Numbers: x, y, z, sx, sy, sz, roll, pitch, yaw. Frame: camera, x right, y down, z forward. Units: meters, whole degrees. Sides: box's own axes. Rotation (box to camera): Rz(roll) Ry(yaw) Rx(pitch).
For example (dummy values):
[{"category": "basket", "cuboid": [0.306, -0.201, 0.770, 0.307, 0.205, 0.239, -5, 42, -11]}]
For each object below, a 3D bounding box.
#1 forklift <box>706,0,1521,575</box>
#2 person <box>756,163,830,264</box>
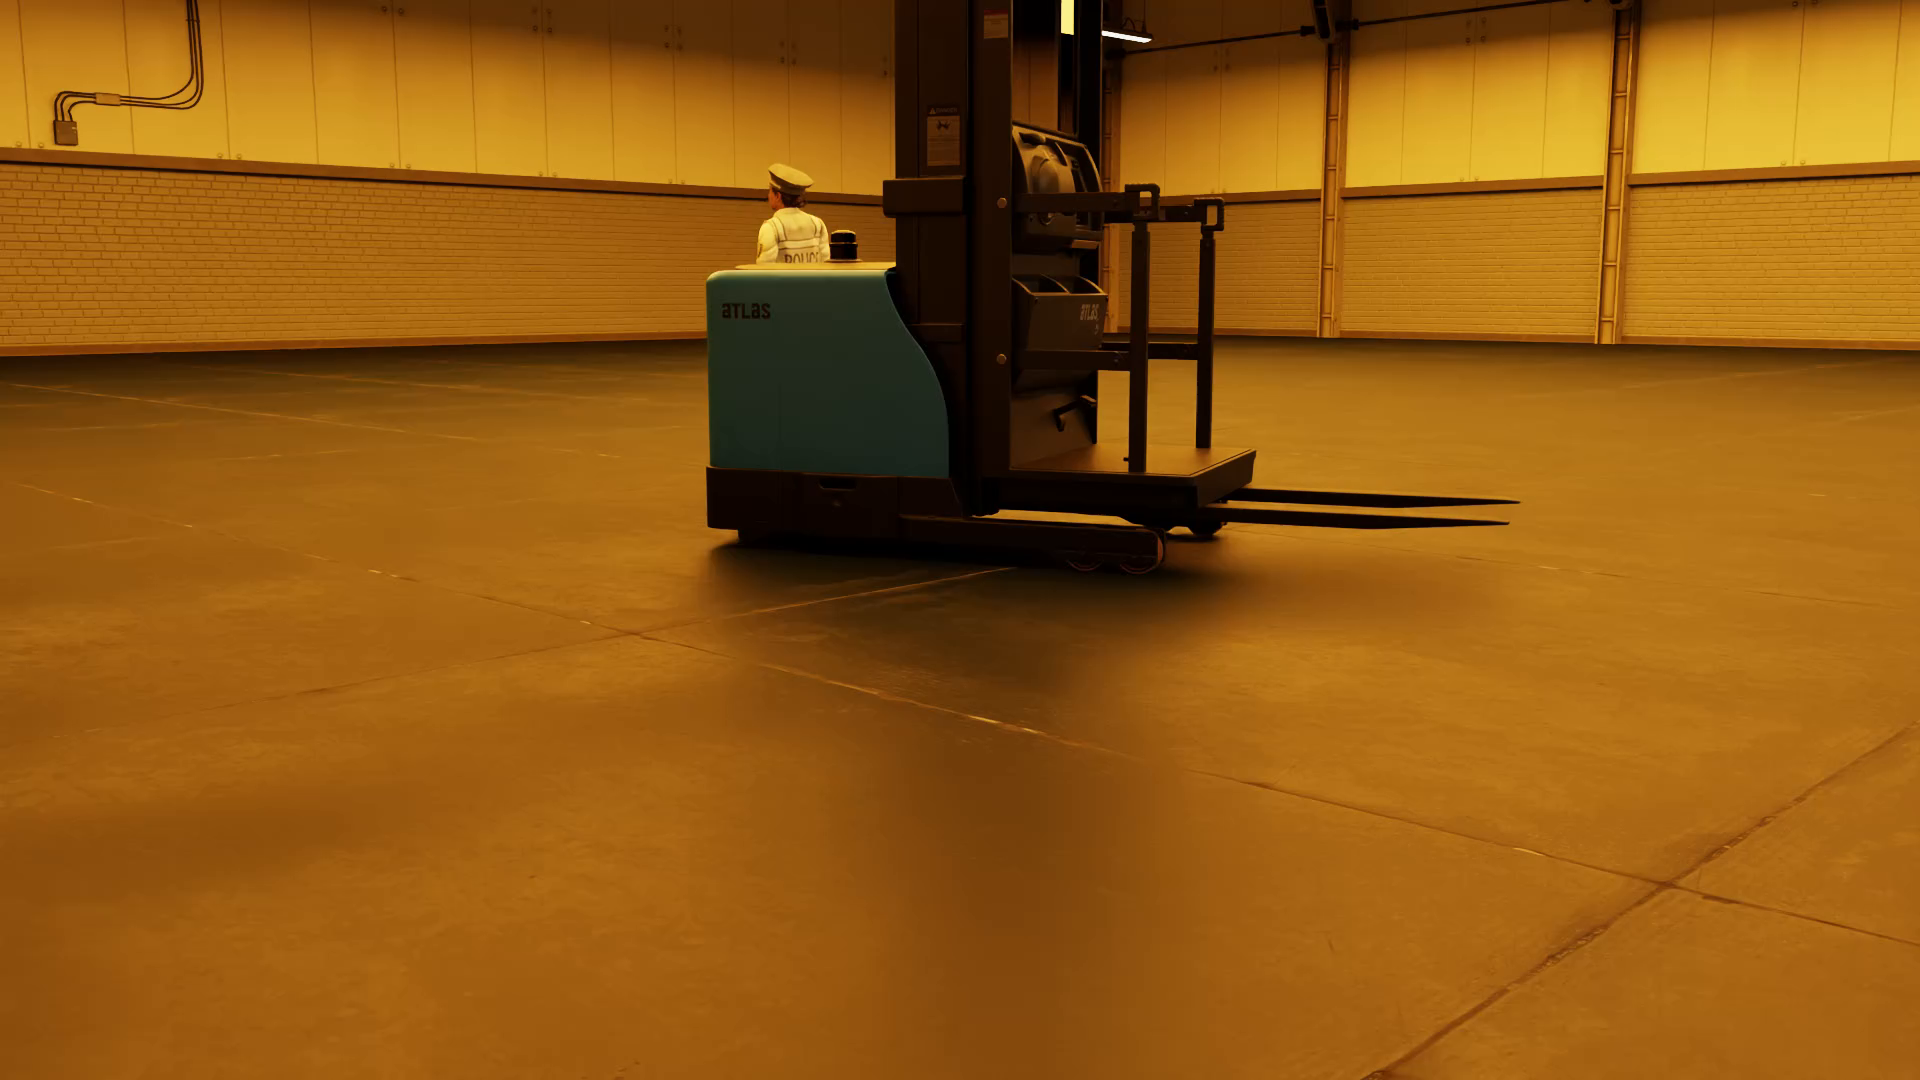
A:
[{"category": "forklift", "cuboid": [0.565, -1.416, 6.275, 3.031, 2.935, 1.130, 3, 9, 22]}, {"category": "person", "cuboid": [-1.023, -1.284, 9.520, 0.578, 1.698, 0.526, -8, 12, -43]}]
